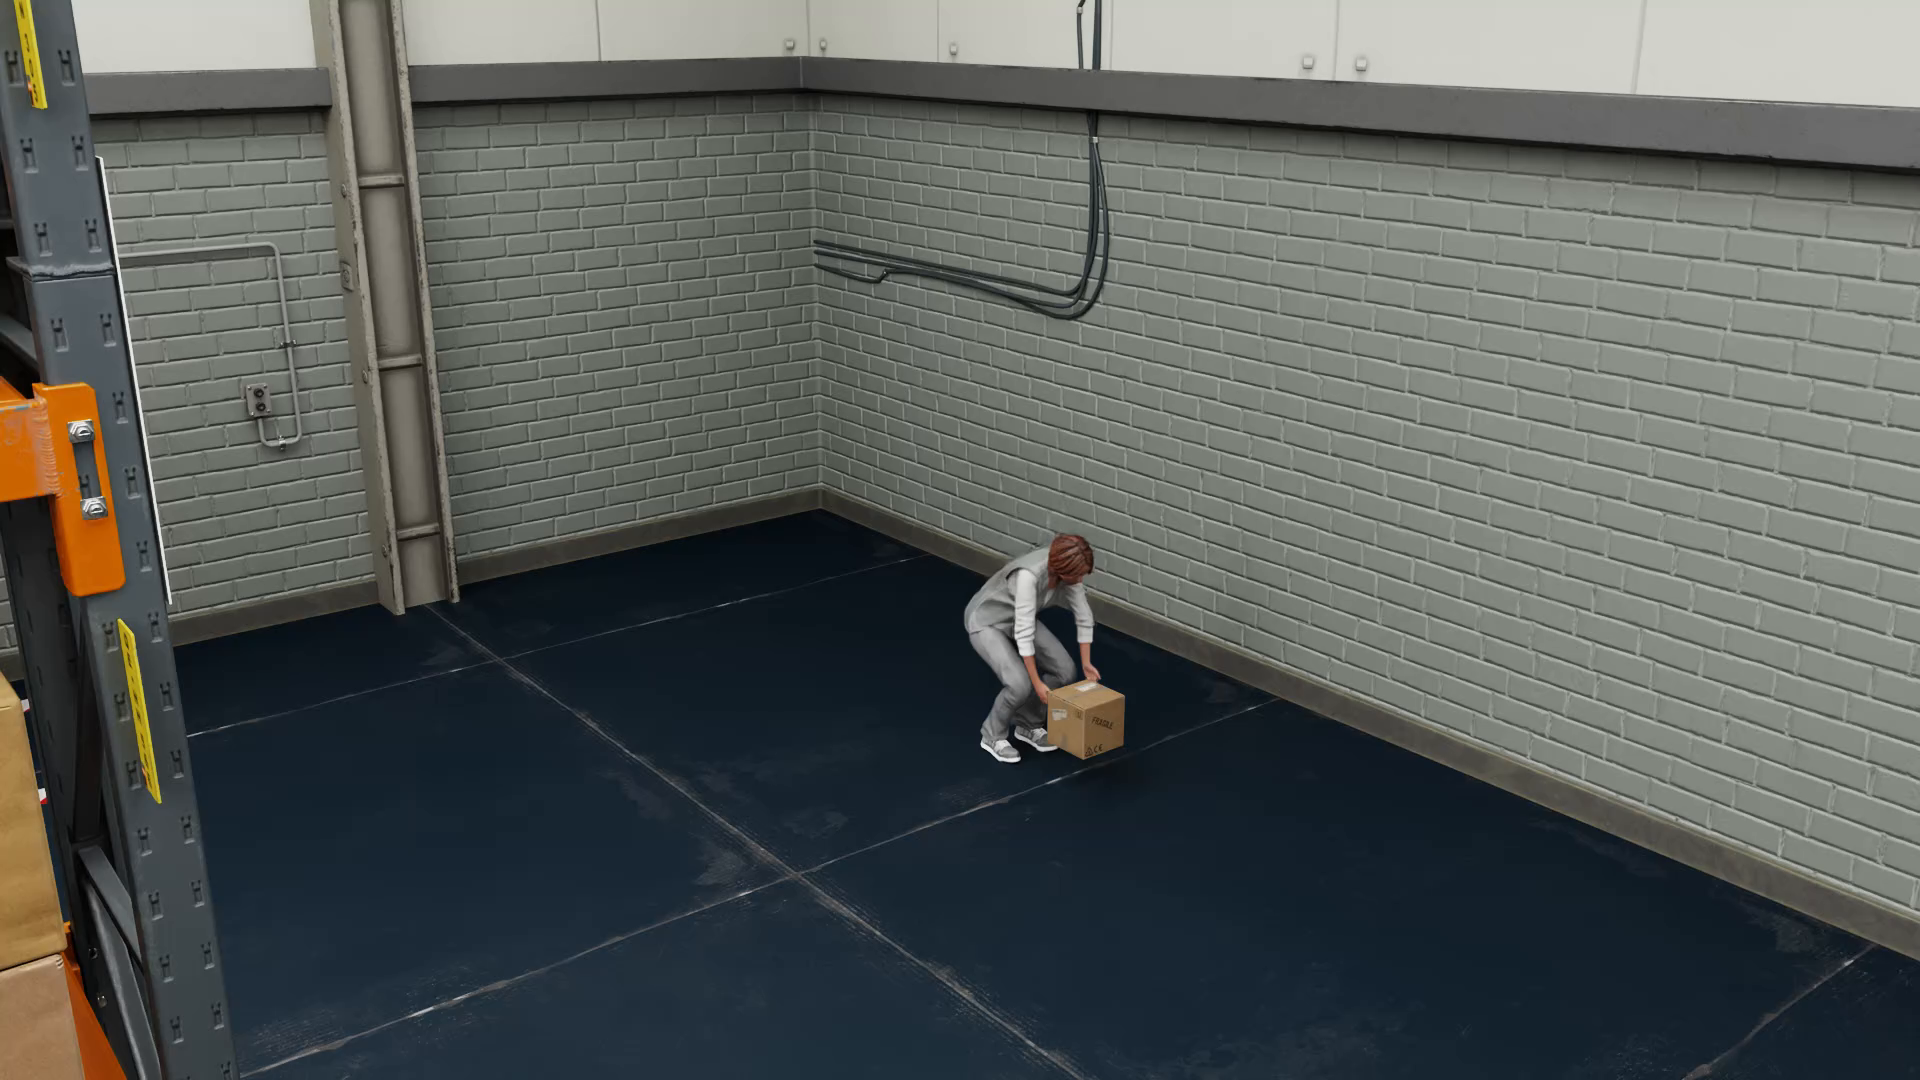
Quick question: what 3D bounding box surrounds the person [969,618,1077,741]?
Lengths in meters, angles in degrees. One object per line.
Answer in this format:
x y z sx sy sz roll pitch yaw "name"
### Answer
0.274 0.622 7.939 0.416 0.664 0.484 -14 22 -36 "person"
